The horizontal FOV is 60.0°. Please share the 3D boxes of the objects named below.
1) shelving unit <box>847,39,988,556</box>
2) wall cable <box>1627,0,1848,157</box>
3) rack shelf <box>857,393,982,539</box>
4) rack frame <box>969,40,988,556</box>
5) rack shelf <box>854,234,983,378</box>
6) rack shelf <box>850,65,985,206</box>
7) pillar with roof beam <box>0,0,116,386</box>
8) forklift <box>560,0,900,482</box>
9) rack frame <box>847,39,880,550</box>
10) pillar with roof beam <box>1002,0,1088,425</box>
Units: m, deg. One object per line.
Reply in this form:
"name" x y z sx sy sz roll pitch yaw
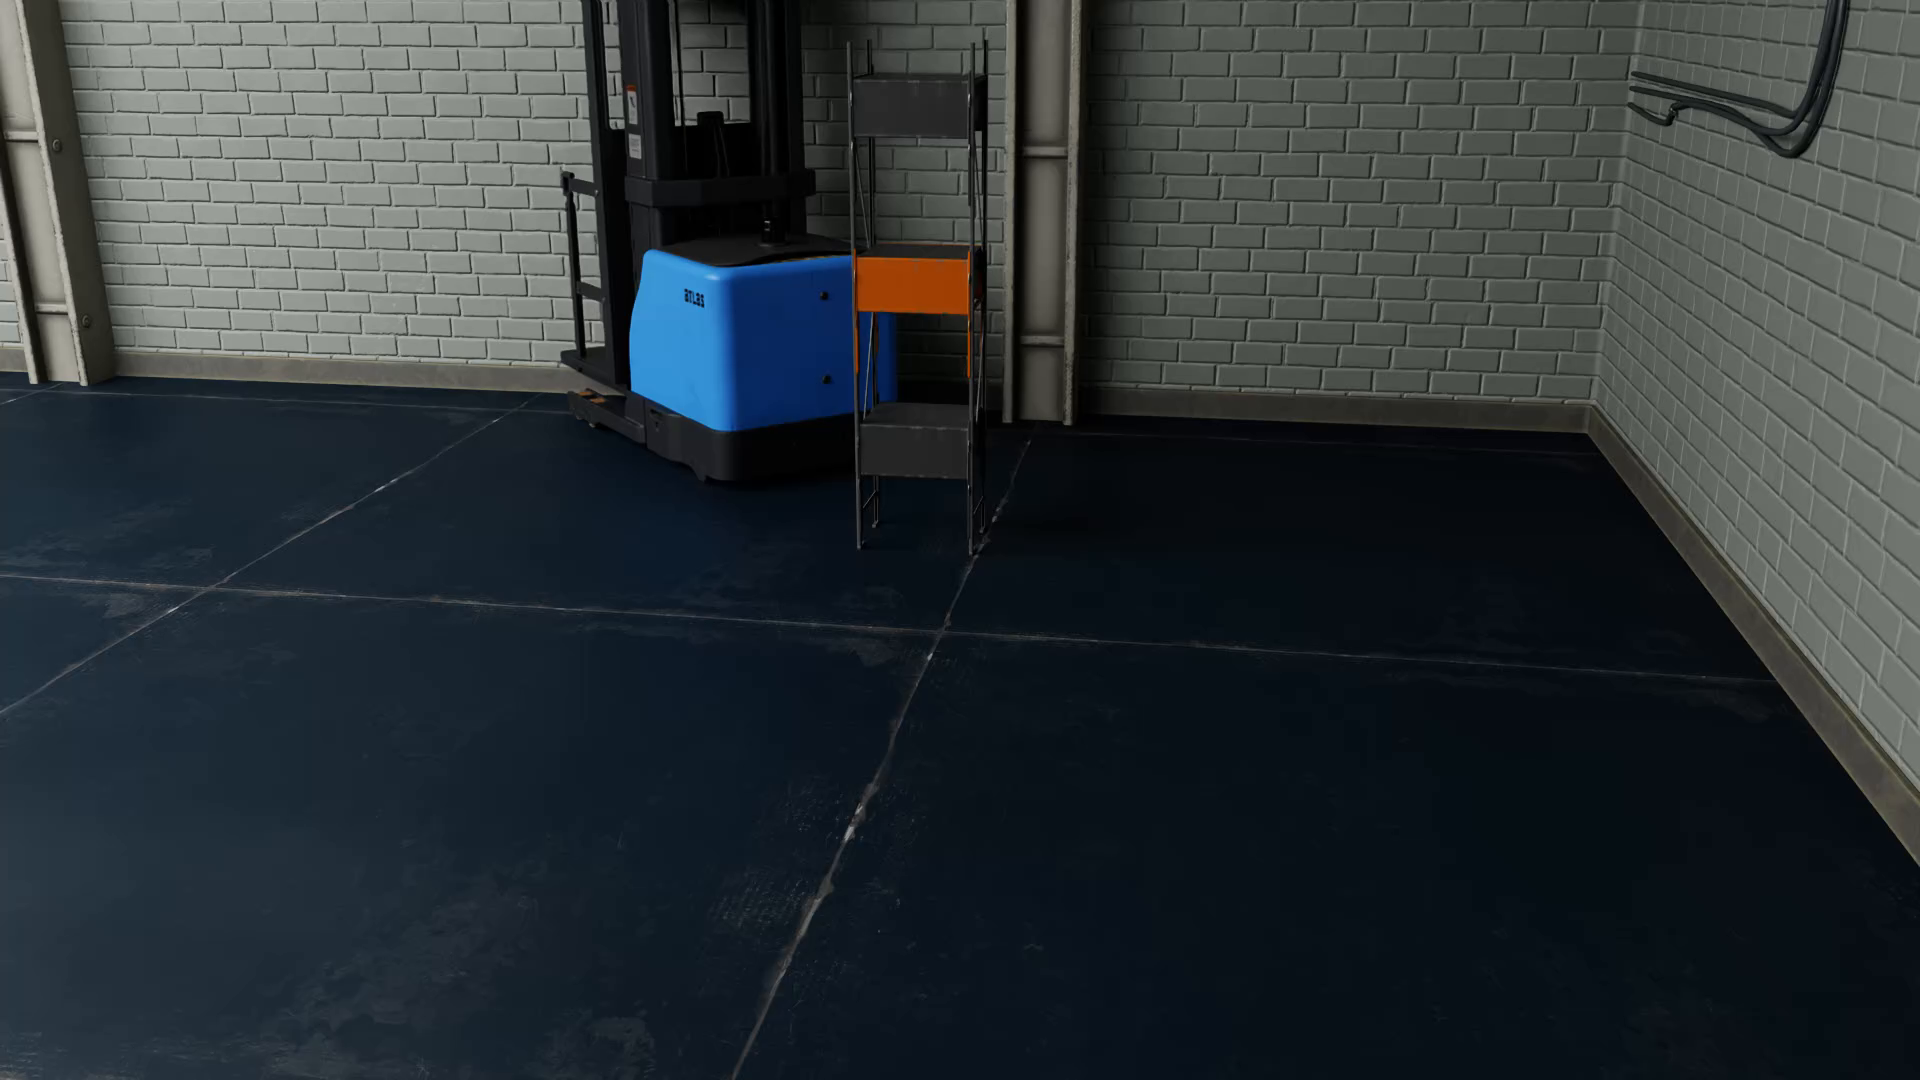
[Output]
"shelving unit" -0.163 -1.004 6.995 0.503 2.100 0.431 3 19 9
"wall cable" 3.154 -2.926 6.759 0.112 2.526 3.097 3 19 9
"rack shelf" -0.163 -0.327 7.221 0.480 0.518 0.431 3 19 9
"rack frame" 0.078 -0.992 6.958 0.015 2.100 0.400 3 19 9
"rack shelf" -0.163 -0.991 6.999 0.480 0.518 0.431 3 19 9
"rack shelf" -0.163 -1.655 6.777 0.480 0.518 0.431 3 19 9
"pillar with roof beam" -6.152 -3.914 4.819 0.400 9.000 9.100 3 19 9
"forklift" -1.535 -2.081 8.902 1.130 2.935 3.031 -12 22 -32
"rack frame" -0.404 -1.016 7.032 0.015 2.100 0.400 3 19 9
"pillar with roof beam" -0.228 -3.612 3.917 0.400 9.000 9.100 3 19 9
